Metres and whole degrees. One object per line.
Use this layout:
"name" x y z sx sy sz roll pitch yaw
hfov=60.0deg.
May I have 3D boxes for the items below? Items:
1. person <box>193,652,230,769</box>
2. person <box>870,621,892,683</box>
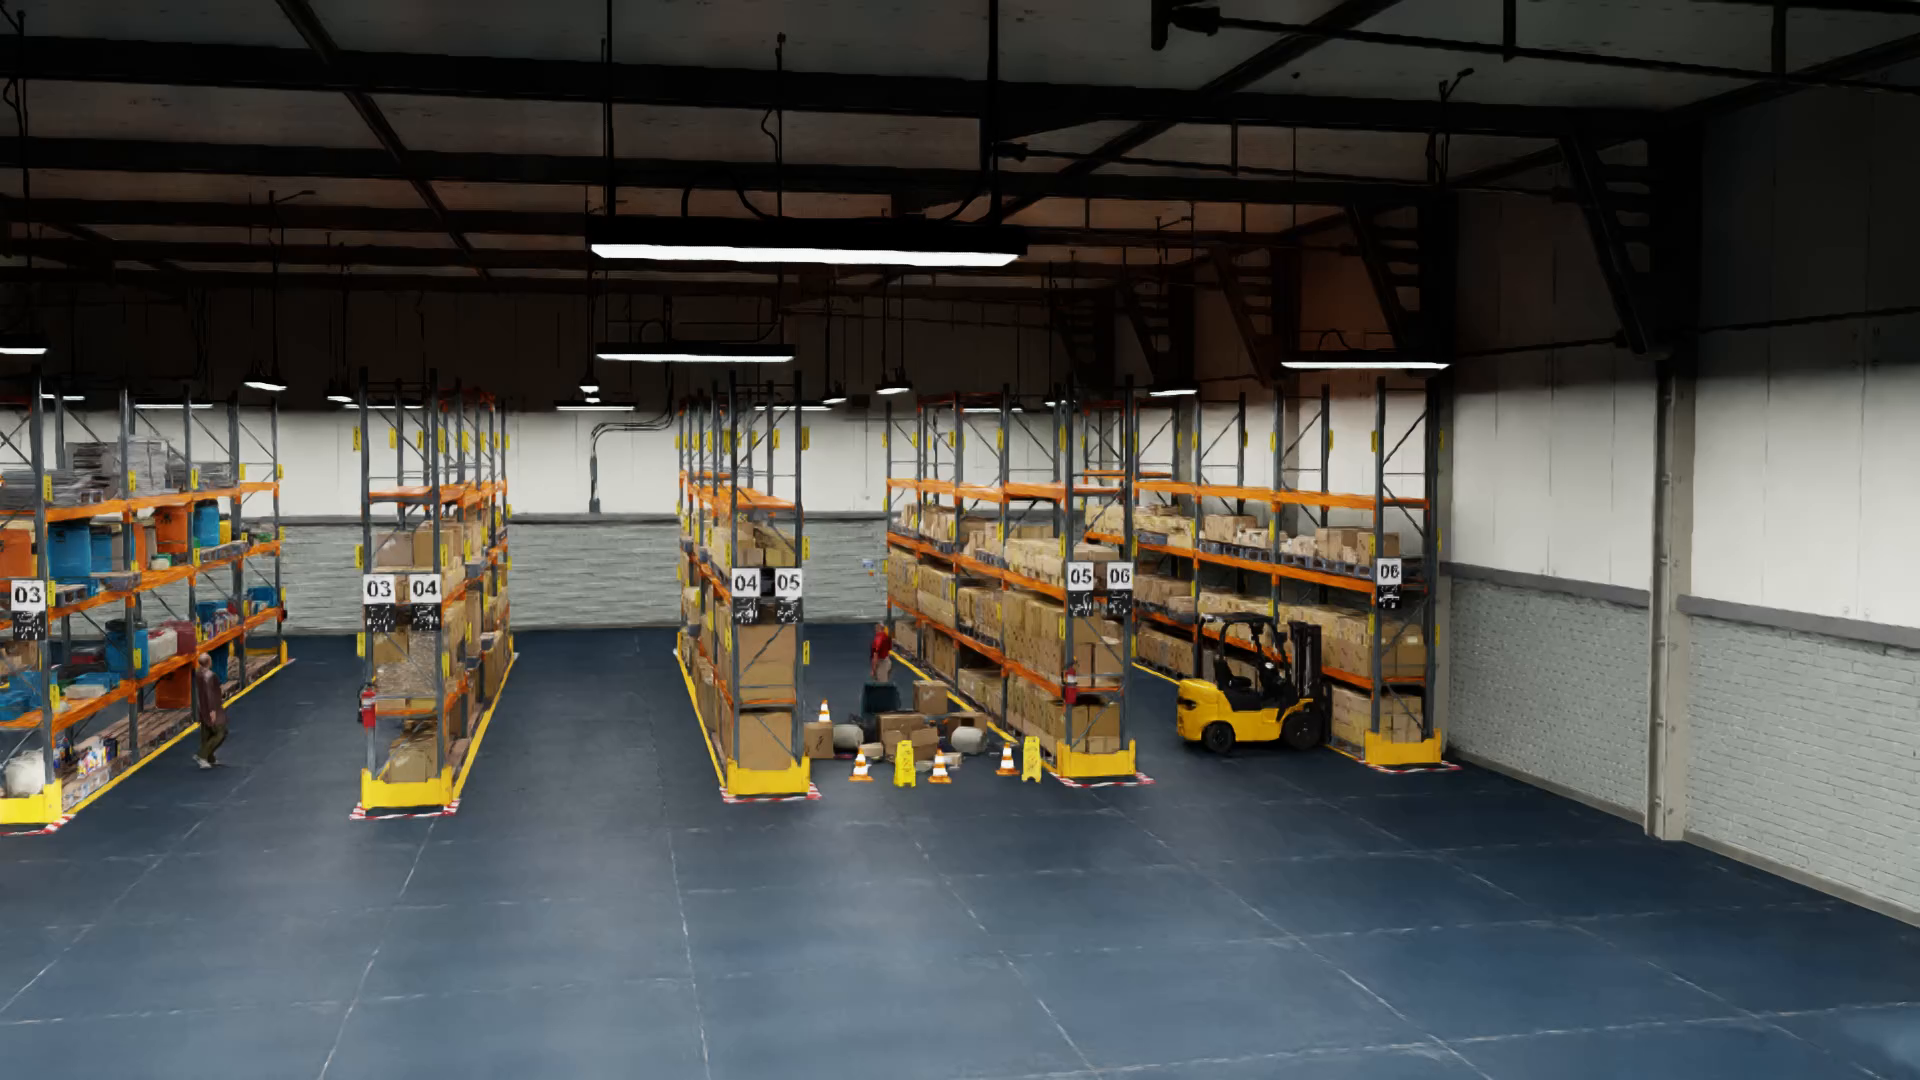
"person" -11.450 2.602 25.342 0.515 1.777 0.628 -3 4 -39
"person" -1.475 2.326 30.251 0.581 1.721 0.655 1 4 17
